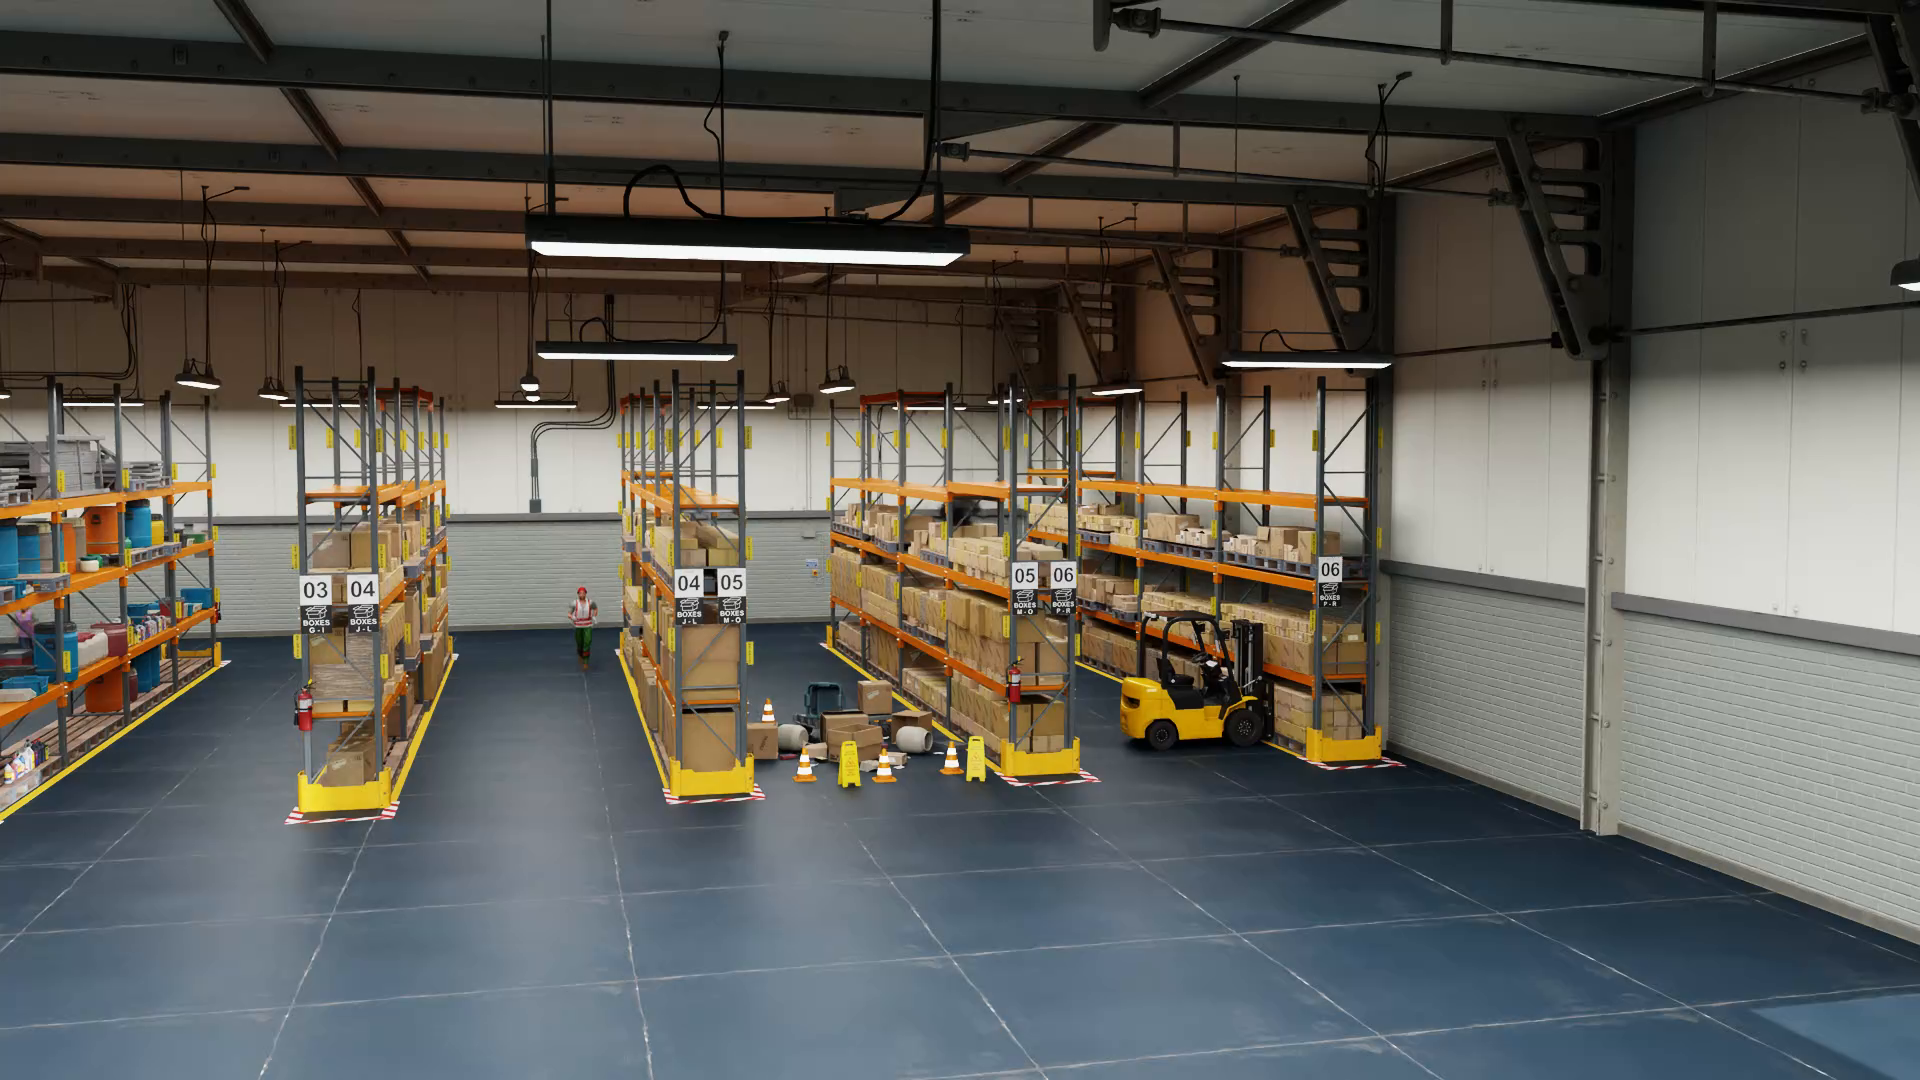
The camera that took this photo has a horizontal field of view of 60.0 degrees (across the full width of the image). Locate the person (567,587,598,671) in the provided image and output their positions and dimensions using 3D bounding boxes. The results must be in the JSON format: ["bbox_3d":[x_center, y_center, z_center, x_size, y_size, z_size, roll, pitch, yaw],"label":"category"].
[{"bbox_3d":[-8.280,1.923,36.513,0.655,1.793,0.985,-1,4,-14],"label":"person"}]

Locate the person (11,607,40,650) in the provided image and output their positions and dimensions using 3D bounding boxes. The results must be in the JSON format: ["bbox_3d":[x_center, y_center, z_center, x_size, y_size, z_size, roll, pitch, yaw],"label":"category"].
[{"bbox_3d":[-19.906,2.095,35.447,0.537,1.642,0.703,-2,4,-30],"label":"person"}]
